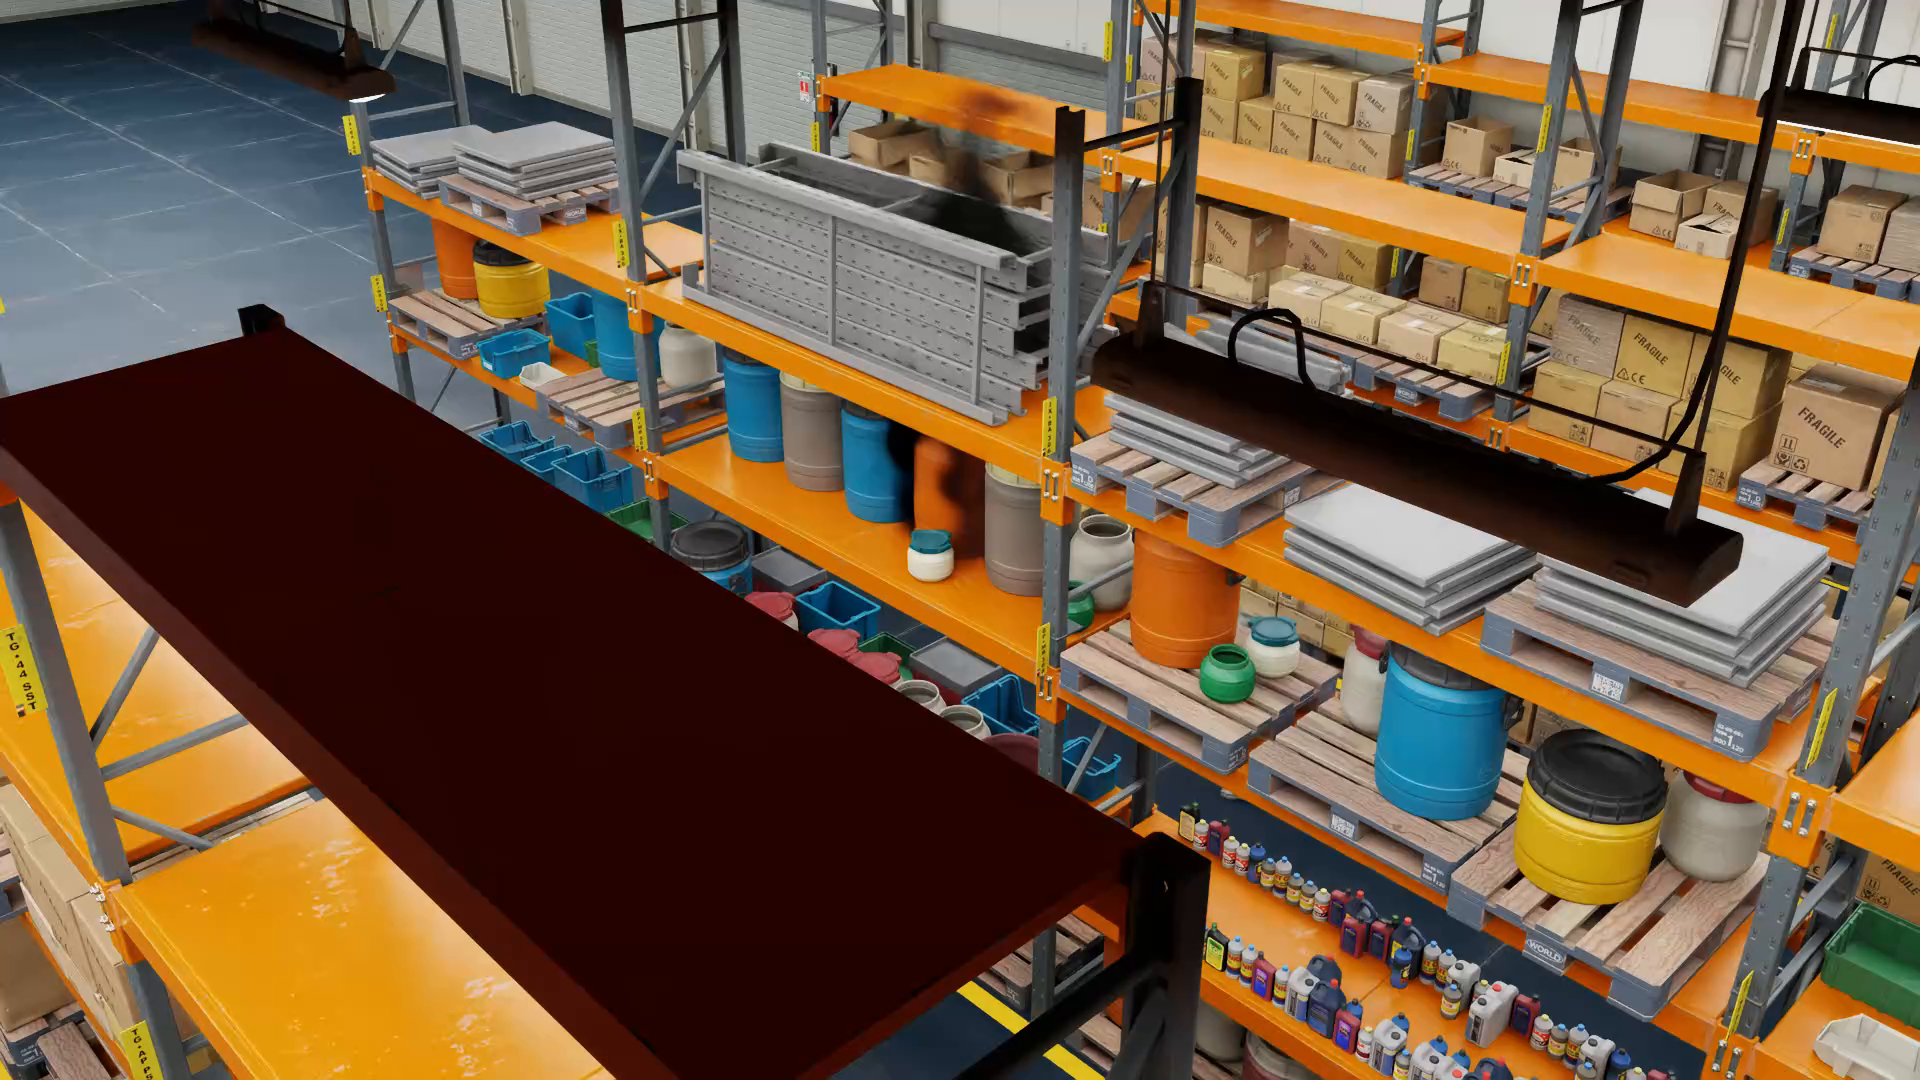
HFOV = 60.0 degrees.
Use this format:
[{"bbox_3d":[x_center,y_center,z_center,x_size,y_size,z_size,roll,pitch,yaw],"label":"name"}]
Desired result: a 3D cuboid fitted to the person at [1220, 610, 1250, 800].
[{"bbox_3d":[2.162,1.284,12.797,0.682,1.618,0.604,19,33,31],"label":"person"}]
